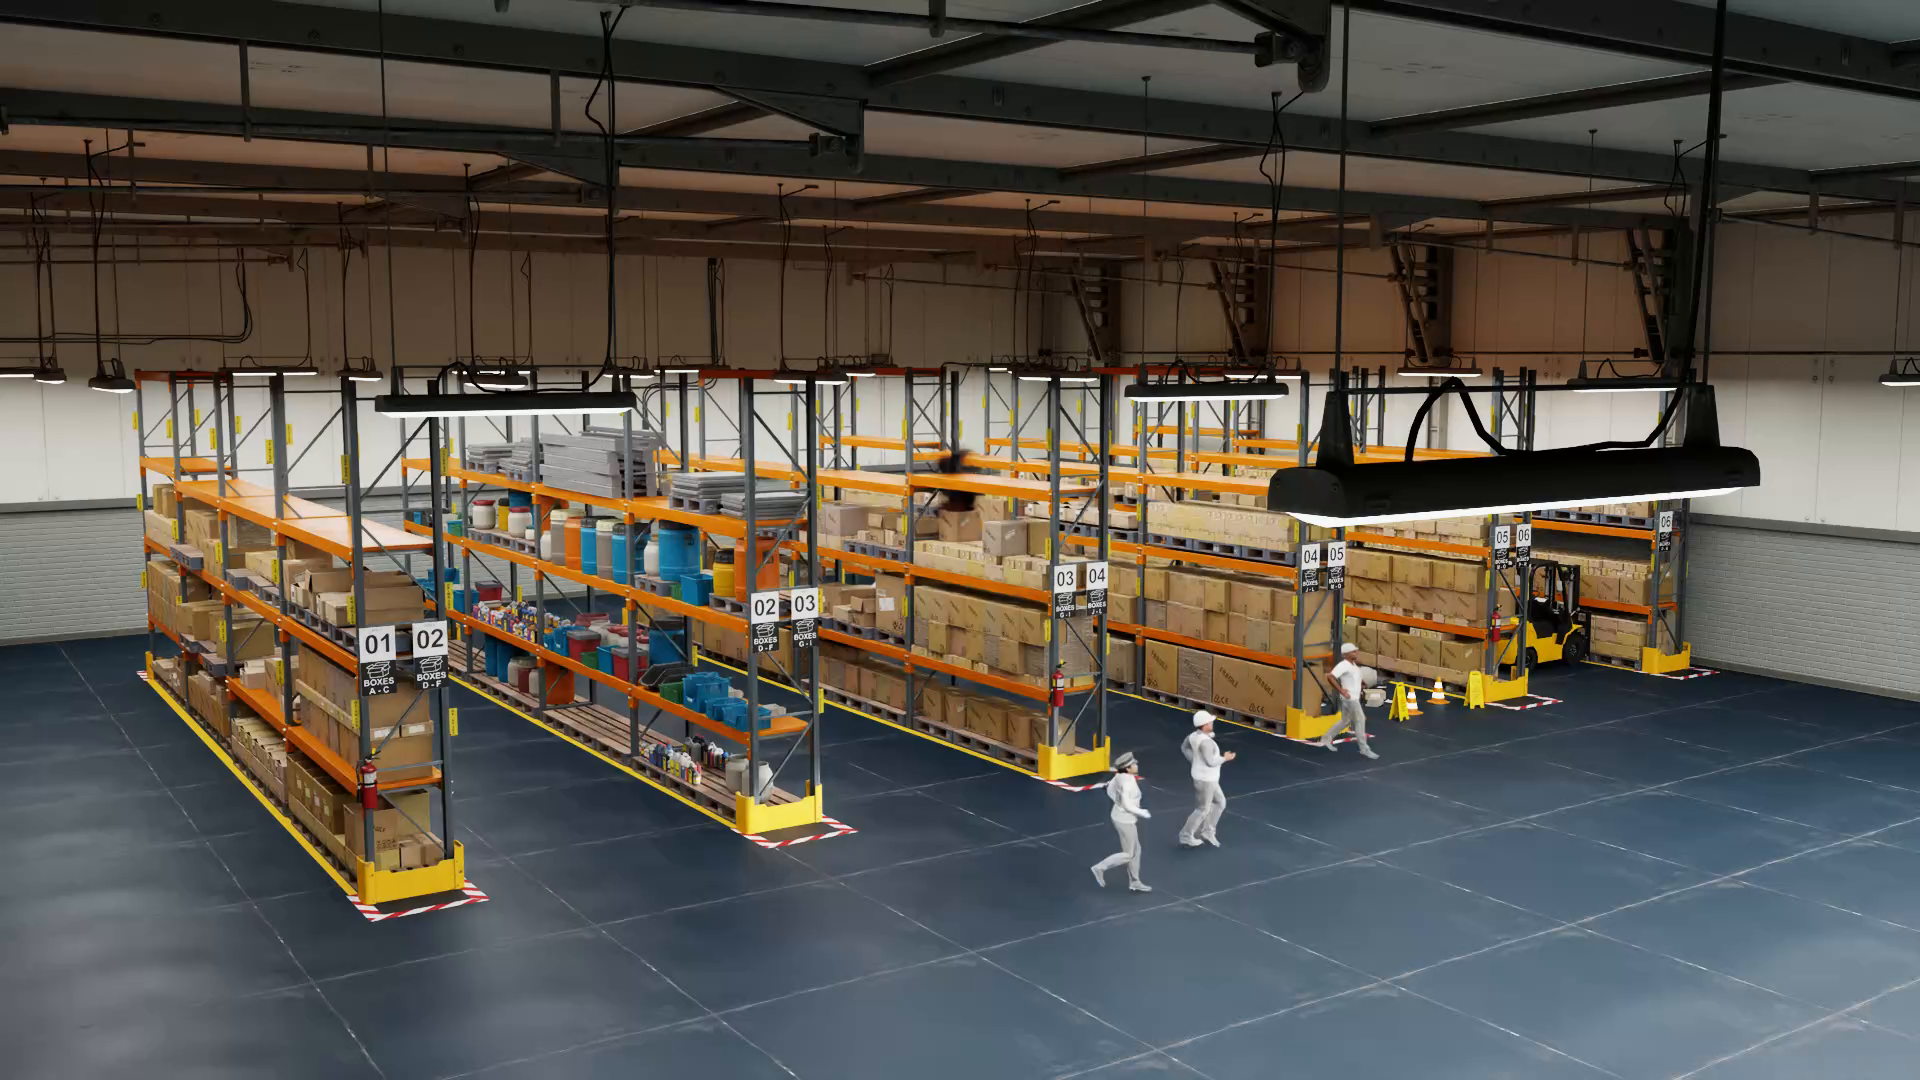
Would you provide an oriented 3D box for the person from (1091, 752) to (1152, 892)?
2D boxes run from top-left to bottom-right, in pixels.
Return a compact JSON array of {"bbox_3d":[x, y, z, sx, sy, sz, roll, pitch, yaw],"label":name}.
[{"bbox_3d":[1.880,3.315,19.519,0.781,1.695,0.624,-1,7,-10],"label":"person"}]

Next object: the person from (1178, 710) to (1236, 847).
[{"bbox_3d":[3.146,3.066,21.222,0.710,1.814,0.634,0,6,-1],"label":"person"}]

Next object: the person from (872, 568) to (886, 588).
[{"bbox_3d":[-1.651,1.445,35.988,0.619,1.685,0.644,-4,7,-30],"label":"person"}]

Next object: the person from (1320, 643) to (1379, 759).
[{"bbox_3d":[6.143,2.501,26.140,0.919,1.781,0.756,2,7,15],"label":"person"}]
